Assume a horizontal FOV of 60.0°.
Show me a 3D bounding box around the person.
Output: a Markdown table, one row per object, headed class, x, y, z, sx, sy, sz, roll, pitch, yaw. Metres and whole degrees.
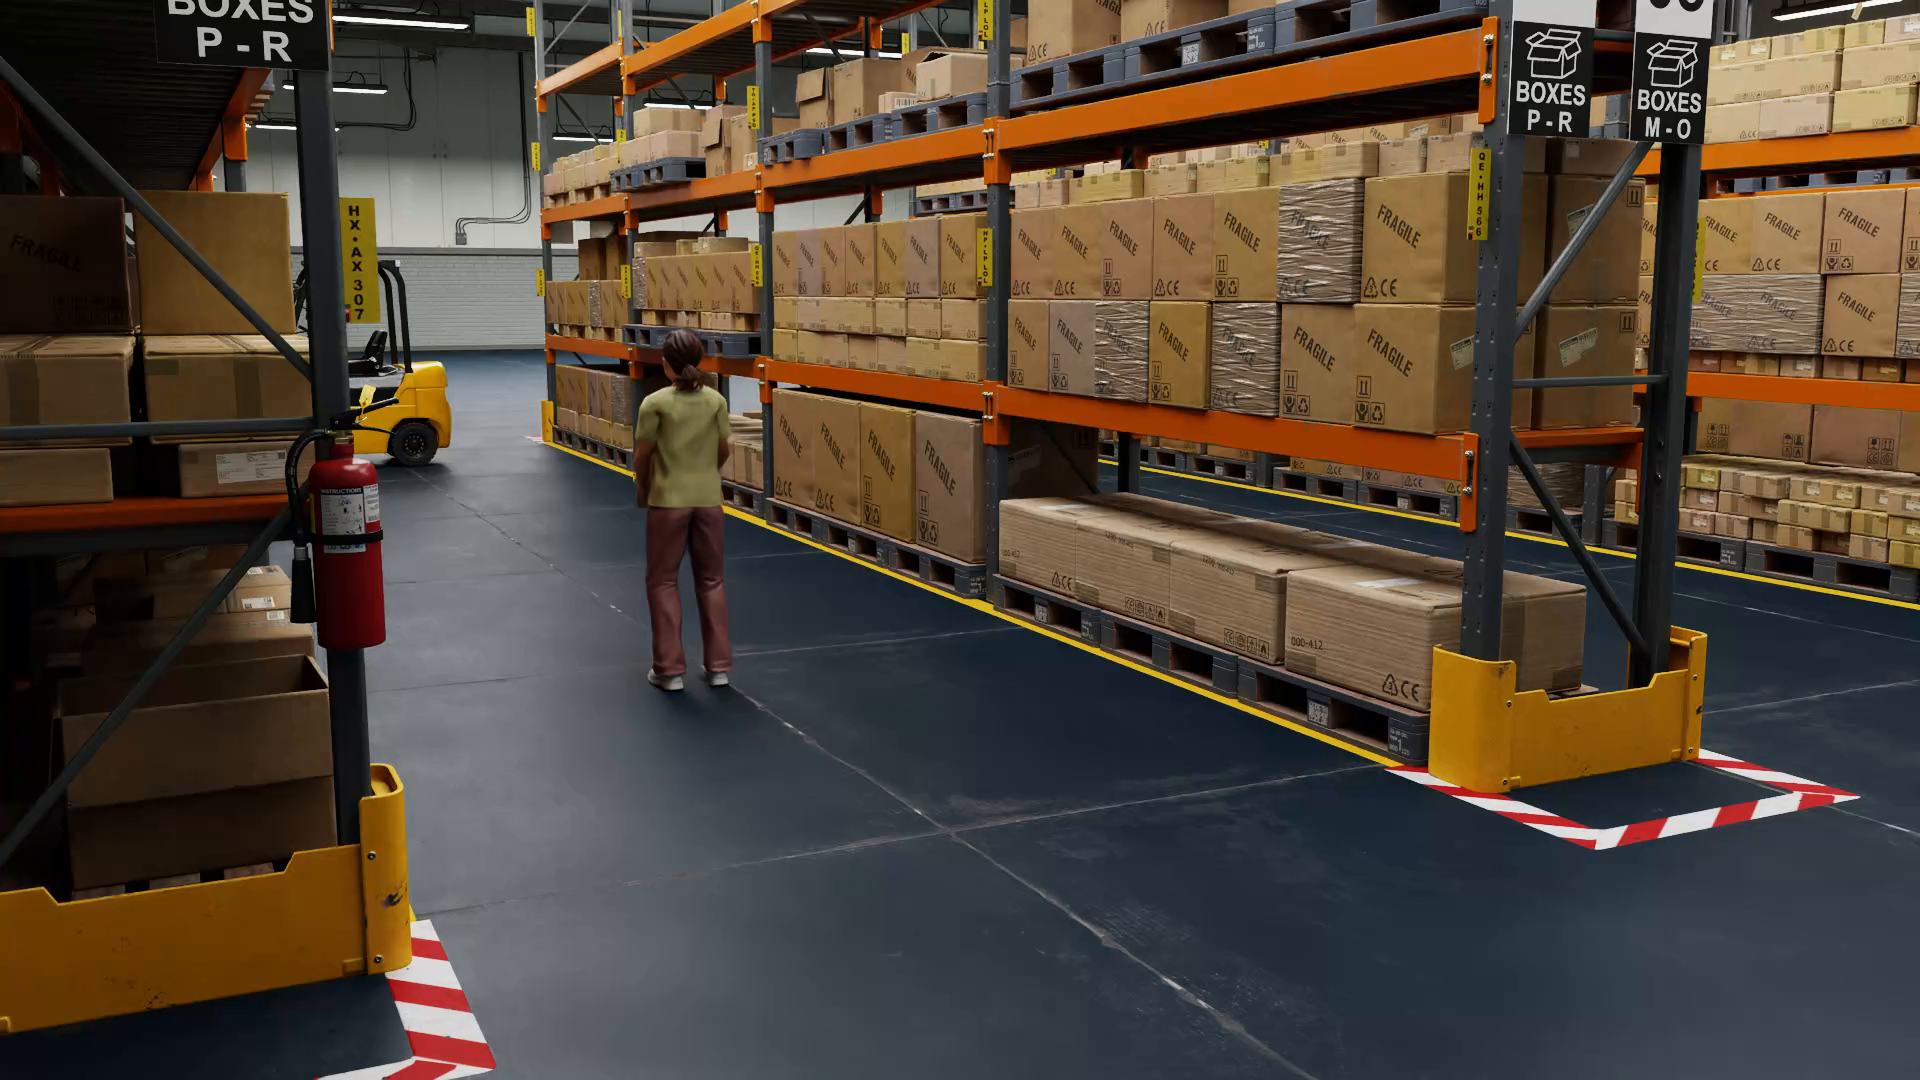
| class | x | y | z | sx | sy | sz | roll | pitch | yaw |
| --- | --- | --- | --- | --- | --- | --- | --- | --- | --- |
| person | -1.310 | -0.147 | 7.816 | 0.459 | 1.674 | 0.499 | -4 | 10 | -26 |
